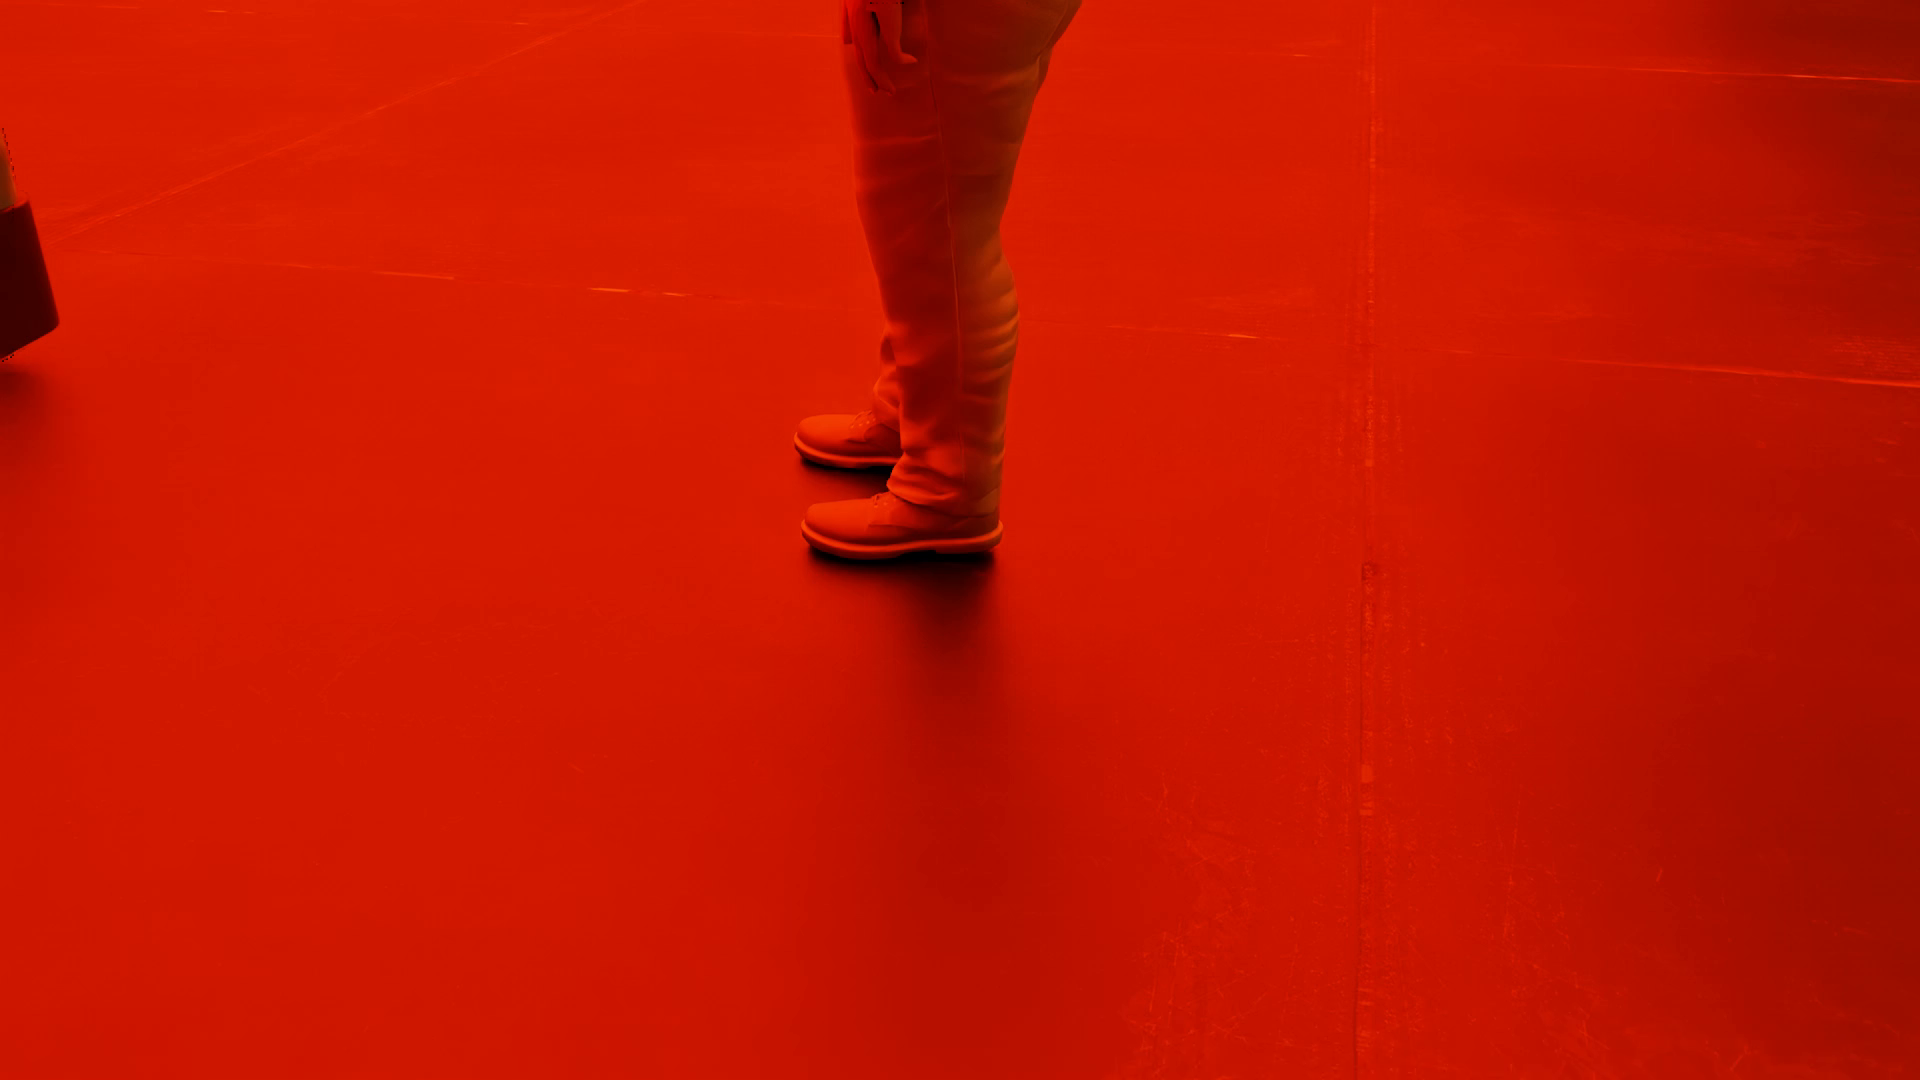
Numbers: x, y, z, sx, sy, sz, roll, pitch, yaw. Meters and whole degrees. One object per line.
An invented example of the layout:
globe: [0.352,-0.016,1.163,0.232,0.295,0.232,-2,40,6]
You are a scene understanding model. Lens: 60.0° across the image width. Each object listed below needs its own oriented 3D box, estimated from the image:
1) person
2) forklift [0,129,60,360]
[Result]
person: [-0.070,-0.768,2.156,0.529,1.670,0.599,6,27,11]
forklift: [-3.256,-1.532,2.283,3.031,2.935,1.130,3,27,7]
